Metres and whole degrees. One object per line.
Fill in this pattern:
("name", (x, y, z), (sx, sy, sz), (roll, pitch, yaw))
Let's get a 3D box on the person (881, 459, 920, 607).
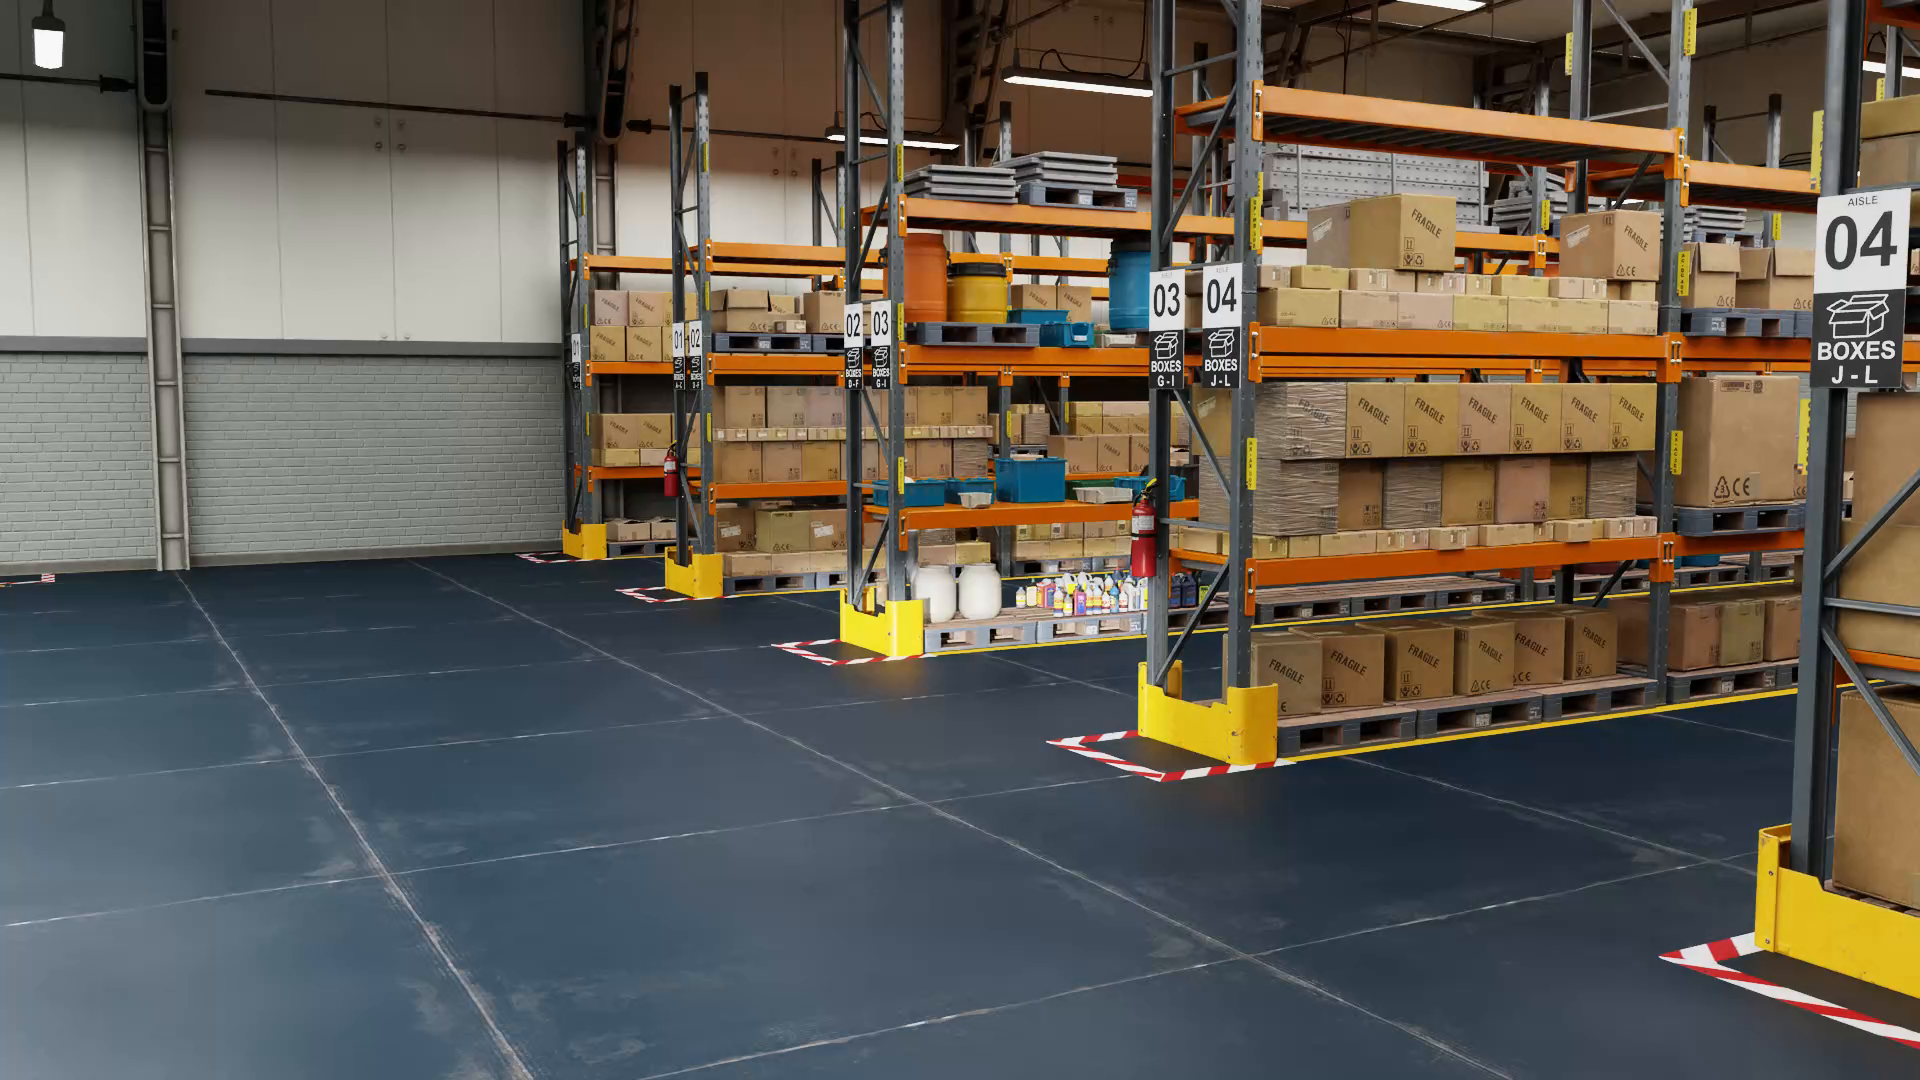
("person", (-0.646, -0.085, 18.449), (0.506, 1.660, 0.392), (-3, 6, -28))
